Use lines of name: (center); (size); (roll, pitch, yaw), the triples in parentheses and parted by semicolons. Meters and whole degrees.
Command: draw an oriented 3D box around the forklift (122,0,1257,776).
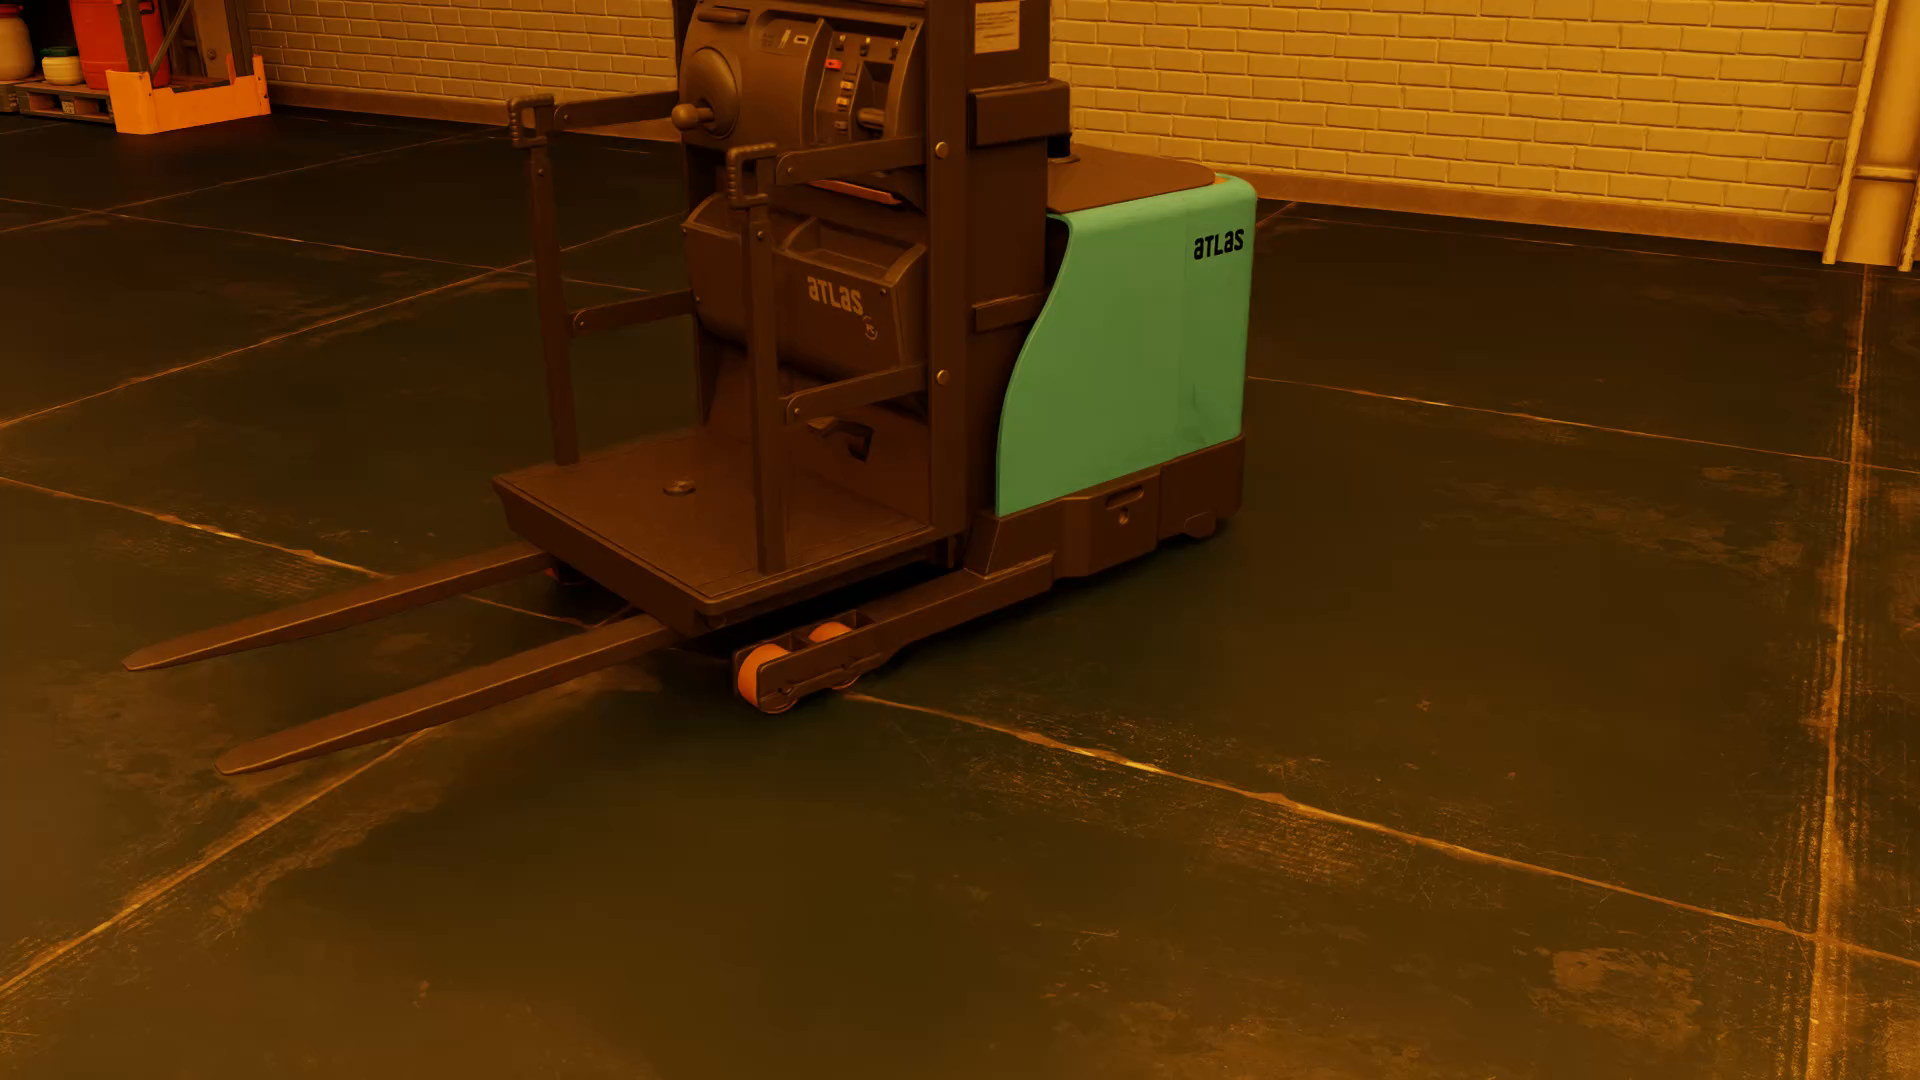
forklift: (-0.574, -1.155, 4.035); (3.031, 2.935, 1.130); (-19, 29, -37)
